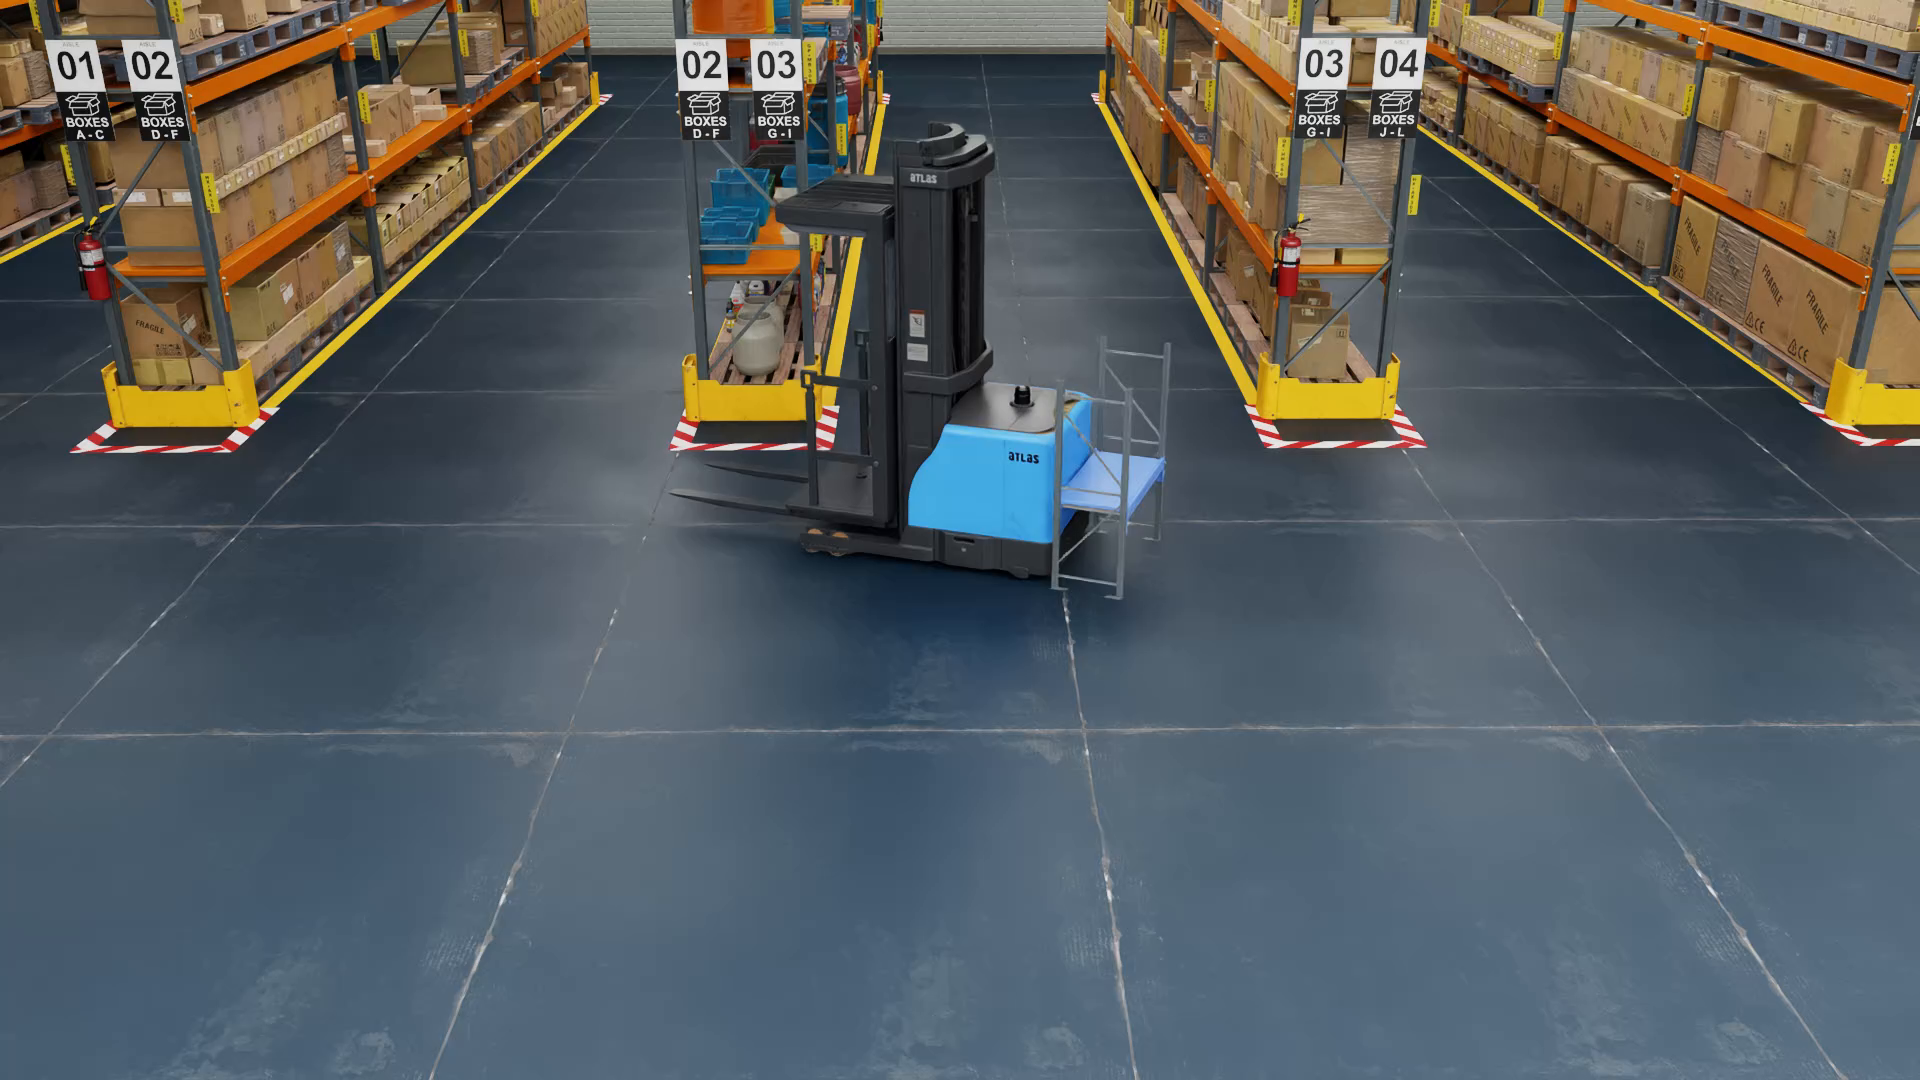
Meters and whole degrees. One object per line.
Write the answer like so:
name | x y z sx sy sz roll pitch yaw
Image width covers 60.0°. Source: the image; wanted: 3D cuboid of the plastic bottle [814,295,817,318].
plastic bottle | -1.463 -2.323 16.407 0.097 0.271 0.097 0 24 0

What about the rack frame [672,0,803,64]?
rack frame | -1.750 -5.168 12.641 1.000 3.000 0.127 0 24 -1

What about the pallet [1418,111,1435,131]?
pallet | 7.974 -6.893 27.117 1.003 0.211 1.213 0 24 -1

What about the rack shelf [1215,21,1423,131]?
rack shelf | 3.181 -4.320 15.279 1.077 0.370 4.000 0 24 -1

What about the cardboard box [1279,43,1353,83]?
cardboard box | 2.944 -3.953 13.776 0.500 0.250 0.500 0 24 1

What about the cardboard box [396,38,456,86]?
cardboard box | -6.910 -6.207 21.585 0.700 0.500 0.500 -9 26 -18

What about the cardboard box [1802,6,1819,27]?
cardboard box | 7.805 -4.691 14.899 0.380 0.149 0.250 0 24 0

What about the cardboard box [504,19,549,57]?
cardboard box | -6.567 -7.616 25.211 0.500 0.500 0.500 0 24 1

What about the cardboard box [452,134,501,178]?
cardboard box | -6.521 -5.177 22.439 0.500 0.500 0.500 -1 24 -2

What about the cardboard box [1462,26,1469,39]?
cardboard box | 7.577 -7.431 24.357 0.380 0.149 0.250 0 24 0

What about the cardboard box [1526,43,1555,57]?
cardboard box | 7.612 -6.386 21.686 0.380 0.149 0.250 -1 24 -1

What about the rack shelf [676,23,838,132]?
rack shelf | -1.772 -4.298 15.229 1.077 0.370 4.000 0 24 -1

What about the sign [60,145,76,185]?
sign | -7.246 -3.053 13.551 0.100 0.325 0.005 0 24 -1

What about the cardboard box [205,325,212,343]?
cardboard box | -7.022 -1.778 15.252 0.500 0.250 0.500 0 24 -1

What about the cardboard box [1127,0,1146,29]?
cardboard box | 2.800 -7.999 25.091 0.500 0.500 0.500 0 24 1

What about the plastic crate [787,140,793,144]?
plastic crate | -2.095 -4.703 19.149 0.450 0.188 0.662 0 24 -1

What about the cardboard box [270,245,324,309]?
cardboard box | -6.500 -2.534 16.014 0.500 0.500 0.500 0 24 -1

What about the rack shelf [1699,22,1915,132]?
rack shelf | 8.142 -4.301 15.236 1.077 0.370 4.000 0 24 -1

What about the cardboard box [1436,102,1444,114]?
cardboard box | 7.676 -6.761 26.030 0.380 0.149 0.250 -1 24 -2

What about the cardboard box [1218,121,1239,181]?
cardboard box | 3.073 -3.895 16.622 0.875 0.500 0.500 0 24 -1

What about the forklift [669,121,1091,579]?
forklift | -0.626 -1.415 11.706 3.031 2.935 1.130 8 25 17

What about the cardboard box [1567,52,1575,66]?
cardboard box | 8.261 -6.369 22.009 0.380 0.149 0.250 -1 24 -2

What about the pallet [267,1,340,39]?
pallet | -6.711 -5.037 16.099 1.003 0.211 1.213 0 24 -1

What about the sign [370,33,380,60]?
sign | -7.333 -6.196 20.884 0.100 0.325 0.005 0 24 -1

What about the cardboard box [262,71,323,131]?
cardboard box | -6.729 -4.308 16.323 0.700 0.500 0.500 0 24 -1

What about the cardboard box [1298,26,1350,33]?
cardboard box | 3.002 -4.158 13.745 0.380 0.149 0.250 -1 24 -2

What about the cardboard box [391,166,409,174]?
cardboard box | -7.064 -4.471 20.526 0.500 0.311 0.500 -1 24 -2

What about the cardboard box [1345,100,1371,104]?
cardboard box | 3.464 -3.734 15.053 0.500 0.500 0.500 0 24 -1

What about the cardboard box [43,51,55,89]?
cardboard box | -11.493 -6.078 21.426 0.500 0.500 0.500 0 24 1

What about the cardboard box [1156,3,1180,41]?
cardboard box | 3.106 -7.103 22.859 0.797 0.503 0.637 1 24 1

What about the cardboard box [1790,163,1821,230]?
cardboard box | 8.206 -3.117 15.203 0.875 0.550 0.550 0 24 -1

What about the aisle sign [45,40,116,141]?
aisle sign | -6.996 -3.570 13.233 0.394 0.787 0.004 0 24 -1

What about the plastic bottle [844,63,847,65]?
plastic bottle | -1.534 -6.426 22.852 0.152 0.276 0.135 0 24 -1

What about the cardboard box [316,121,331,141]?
cardboard box | -6.523 -4.083 16.612 0.380 0.149 0.250 -1 24 -2

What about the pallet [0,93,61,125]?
pallet | -11.629 -5.306 20.459 1.213 0.211 1.003 0 24 -1

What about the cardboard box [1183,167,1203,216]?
cardboard box | 3.162 -4.311 20.524 0.700 0.500 0.500 -2 24 -5

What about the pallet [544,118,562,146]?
pallet | -6.840 -6.371 25.965 1.003 0.211 1.213 0 24 -1

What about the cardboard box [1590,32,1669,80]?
cardboard box | 8.078 -5.842 20.076 0.700 0.500 0.500 -1 24 -1

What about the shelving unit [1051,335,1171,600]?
shelving unit | 1.043 -0.514 11.448 0.538 1.500 1.048 9 26 18

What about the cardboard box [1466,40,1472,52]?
cardboard box | 7.586 -7.181 24.166 0.380 0.149 0.250 0 24 0

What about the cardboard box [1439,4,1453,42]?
cardboard box | 7.740 -7.976 25.646 0.500 0.500 0.500 -1 24 -2

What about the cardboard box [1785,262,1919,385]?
cardboard box | 8.090 -1.940 14.852 0.875 0.875 0.875 0 24 0

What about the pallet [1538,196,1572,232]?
pallet | 8.010 -4.139 21.028 1.003 0.211 1.213 0 24 -1

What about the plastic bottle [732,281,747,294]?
plastic bottle | -2.191 -2.413 16.508 0.144 0.351 0.185 1 24 2

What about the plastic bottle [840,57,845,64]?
plastic bottle | -1.664 -6.642 23.336 0.097 0.271 0.097 0 24 0

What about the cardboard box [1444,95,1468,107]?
cardboard box | 7.726 -6.797 25.749 0.380 0.149 0.250 0 24 0

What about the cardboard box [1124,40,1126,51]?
cardboard box | 2.735 -7.624 25.654 0.380 0.149 0.250 -1 24 -1

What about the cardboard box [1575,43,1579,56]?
cardboard box | 8.260 -6.384 21.683 0.380 0.149 0.250 -1 24 -2

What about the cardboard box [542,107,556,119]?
cardboard box | -6.641 -6.799 26.430 0.380 0.166 0.250 0 24 -1

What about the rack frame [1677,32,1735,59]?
rack frame | 12.938 -9.095 28.602 1.000 3.000 0.127 0 24 -1

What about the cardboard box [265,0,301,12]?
cardboard box | -6.460 -5.074 15.698 0.380 0.149 0.250 0 24 -1

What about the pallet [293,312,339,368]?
pallet | -6.763 -1.960 16.211 1.003 0.211 1.213 0 24 -1

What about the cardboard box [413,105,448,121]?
cardboard box | -6.504 -5.227 20.355 0.380 0.149 0.250 0 24 -1

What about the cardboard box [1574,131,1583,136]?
cardboard box | 8.311 -5.414 22.077 0.500 0.250 0.500 -1 24 -3
